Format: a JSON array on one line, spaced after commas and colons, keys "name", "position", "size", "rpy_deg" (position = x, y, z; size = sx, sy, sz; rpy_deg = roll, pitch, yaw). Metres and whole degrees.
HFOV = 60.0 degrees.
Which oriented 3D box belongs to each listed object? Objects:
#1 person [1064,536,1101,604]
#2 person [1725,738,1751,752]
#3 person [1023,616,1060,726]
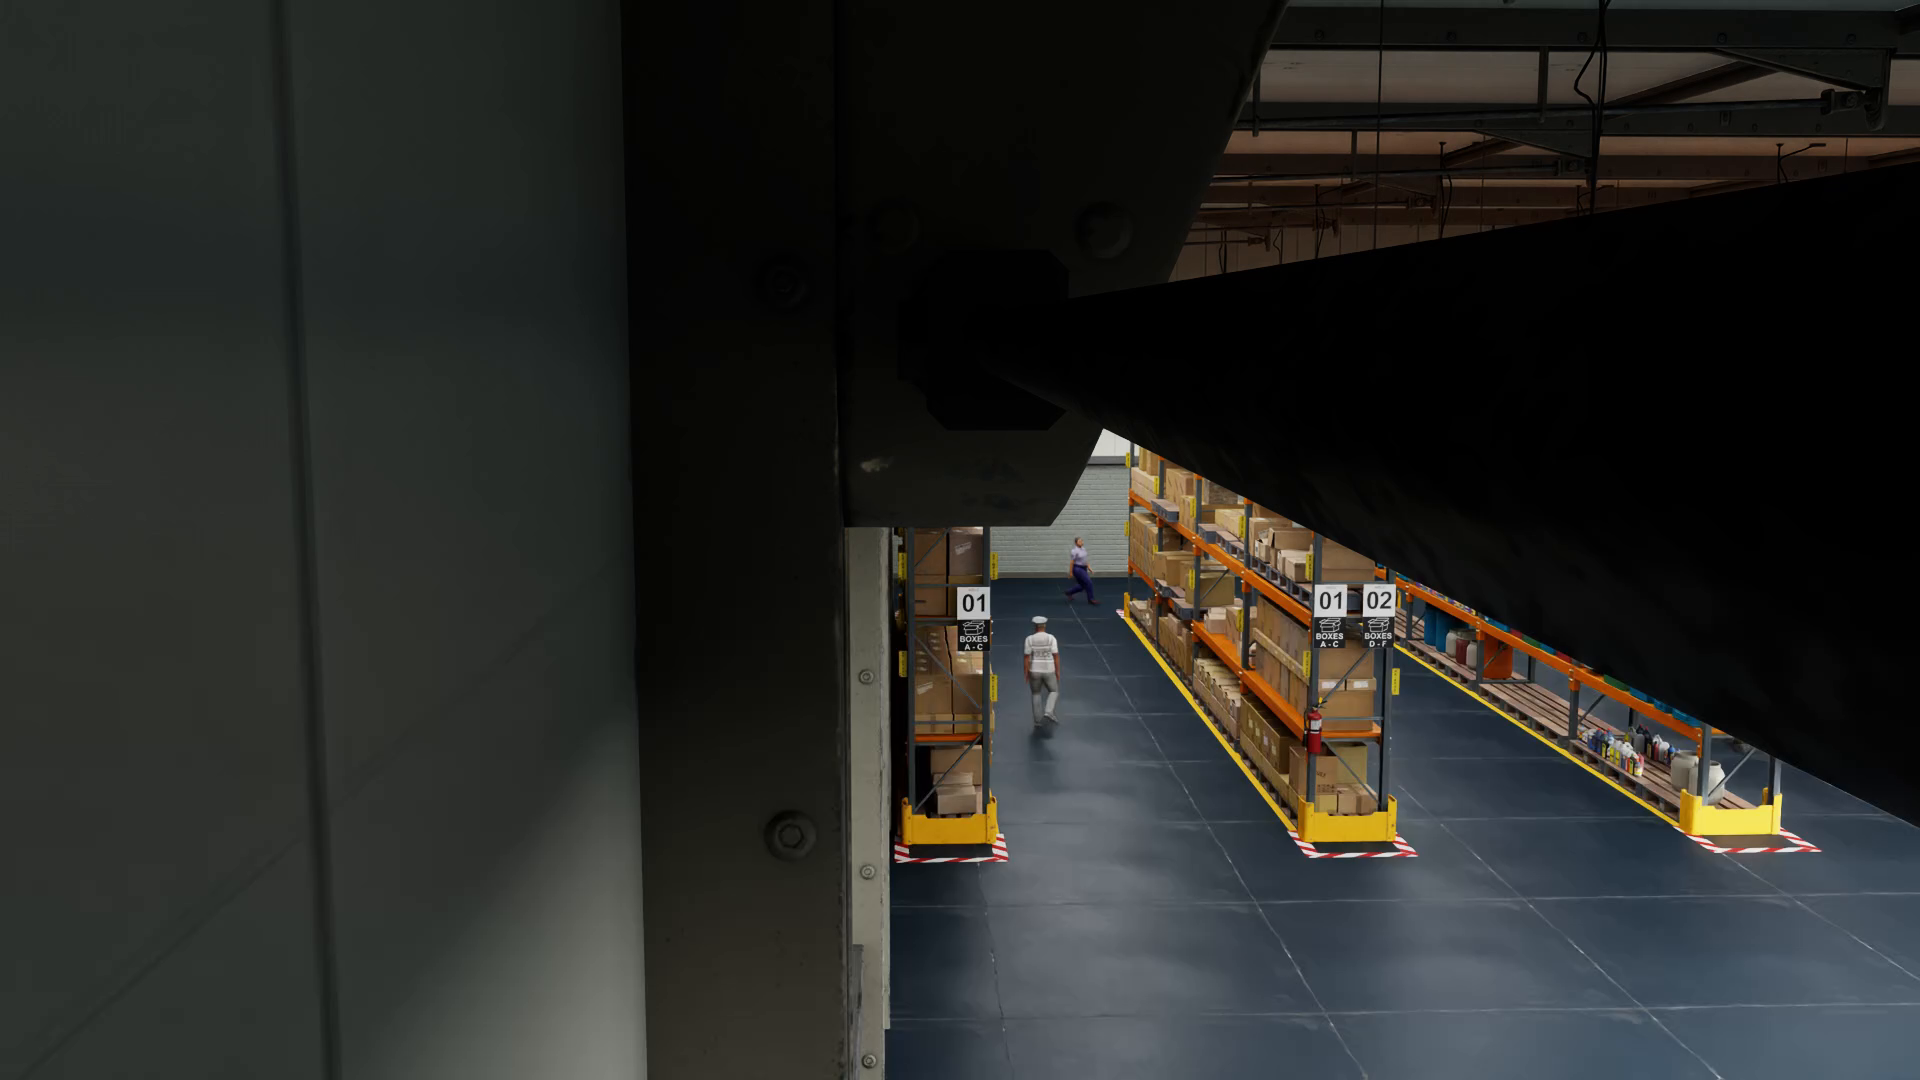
[{"name": "person", "position": [2.809, 0.687, 38.145], "size": [0.921, 1.522, 0.460], "rpy_deg": [4, 8, 29]}, {"name": "person", "position": [11.720, 2.258, 24.984], "size": [0.595, 1.728, 1.094], "rpy_deg": [-1, 7, -6]}, {"name": "person", "position": [1.292, 2.093, 26.334], "size": [0.575, 1.753, 0.649], "rpy_deg": [1, 7, 6]}]
